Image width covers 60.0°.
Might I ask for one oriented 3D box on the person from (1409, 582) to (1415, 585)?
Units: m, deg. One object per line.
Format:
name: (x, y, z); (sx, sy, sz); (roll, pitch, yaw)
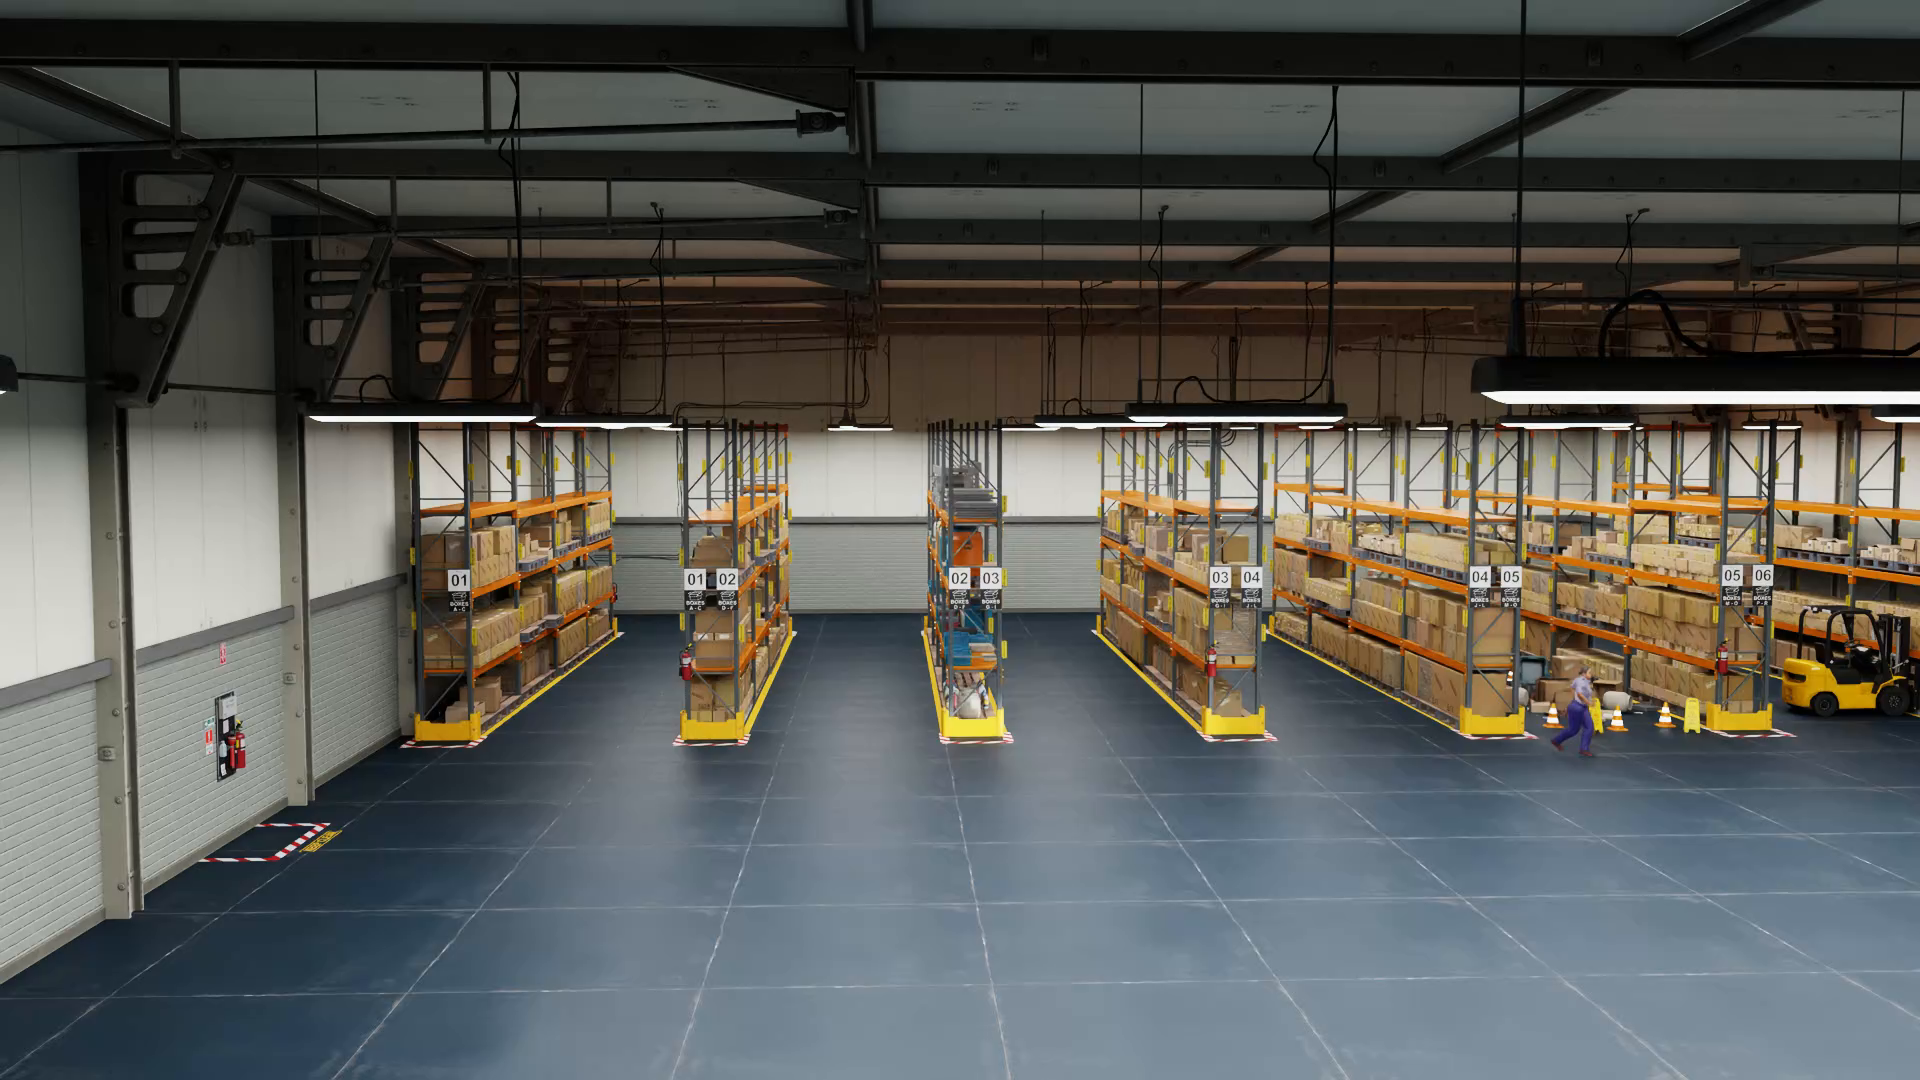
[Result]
person: (11.919, 1.994, 43.988); (0.655, 1.765, 1.000); (-1, 4, -12)

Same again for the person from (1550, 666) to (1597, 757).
person: (10.896, 3.026, 29.525); (0.794, 1.625, 0.580); (2, 4, 32)

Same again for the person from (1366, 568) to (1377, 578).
person: (12.345, 1.671, 49.778); (0.827, 1.785, 0.573); (-2, 4, -23)
